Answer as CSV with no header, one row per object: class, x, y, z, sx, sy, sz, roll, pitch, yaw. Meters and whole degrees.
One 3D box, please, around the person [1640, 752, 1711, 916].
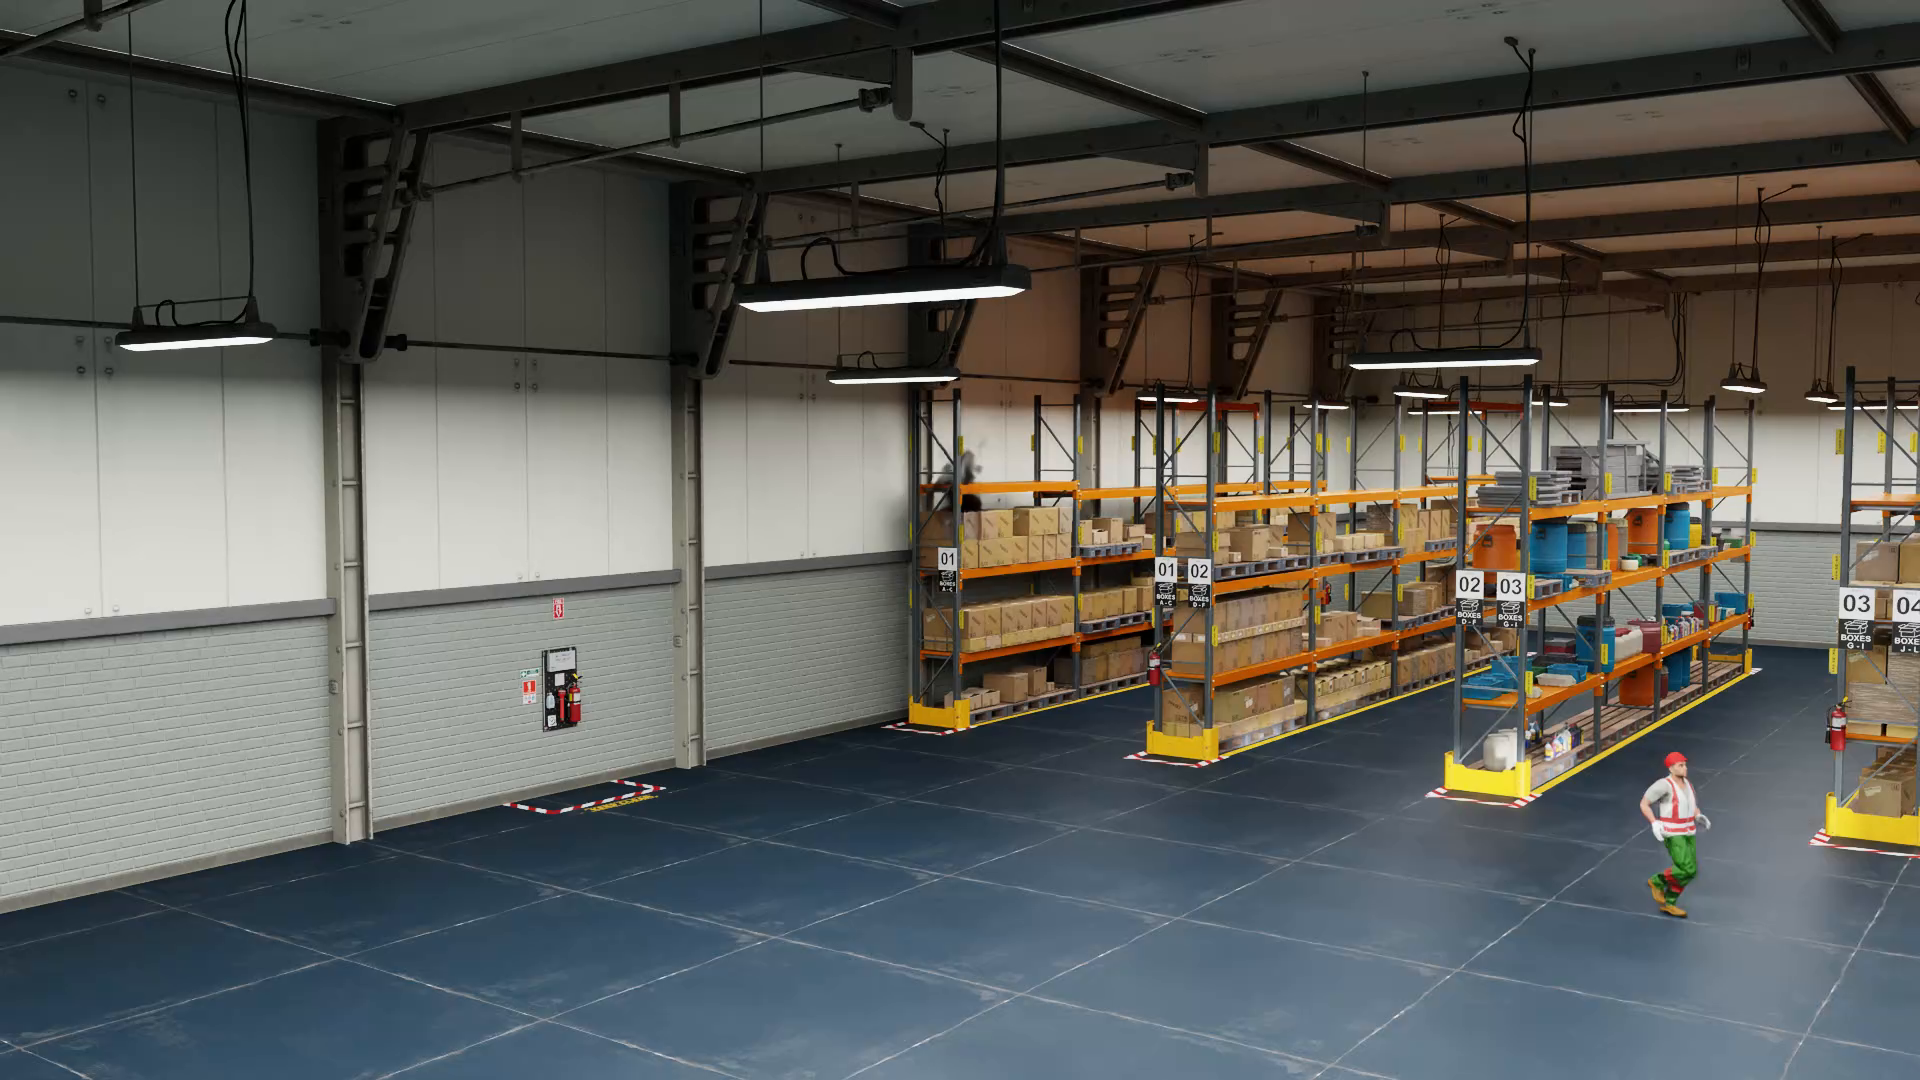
person,7.643,3.125,17.657,0.666,1.737,0.580,-2,4,-28
